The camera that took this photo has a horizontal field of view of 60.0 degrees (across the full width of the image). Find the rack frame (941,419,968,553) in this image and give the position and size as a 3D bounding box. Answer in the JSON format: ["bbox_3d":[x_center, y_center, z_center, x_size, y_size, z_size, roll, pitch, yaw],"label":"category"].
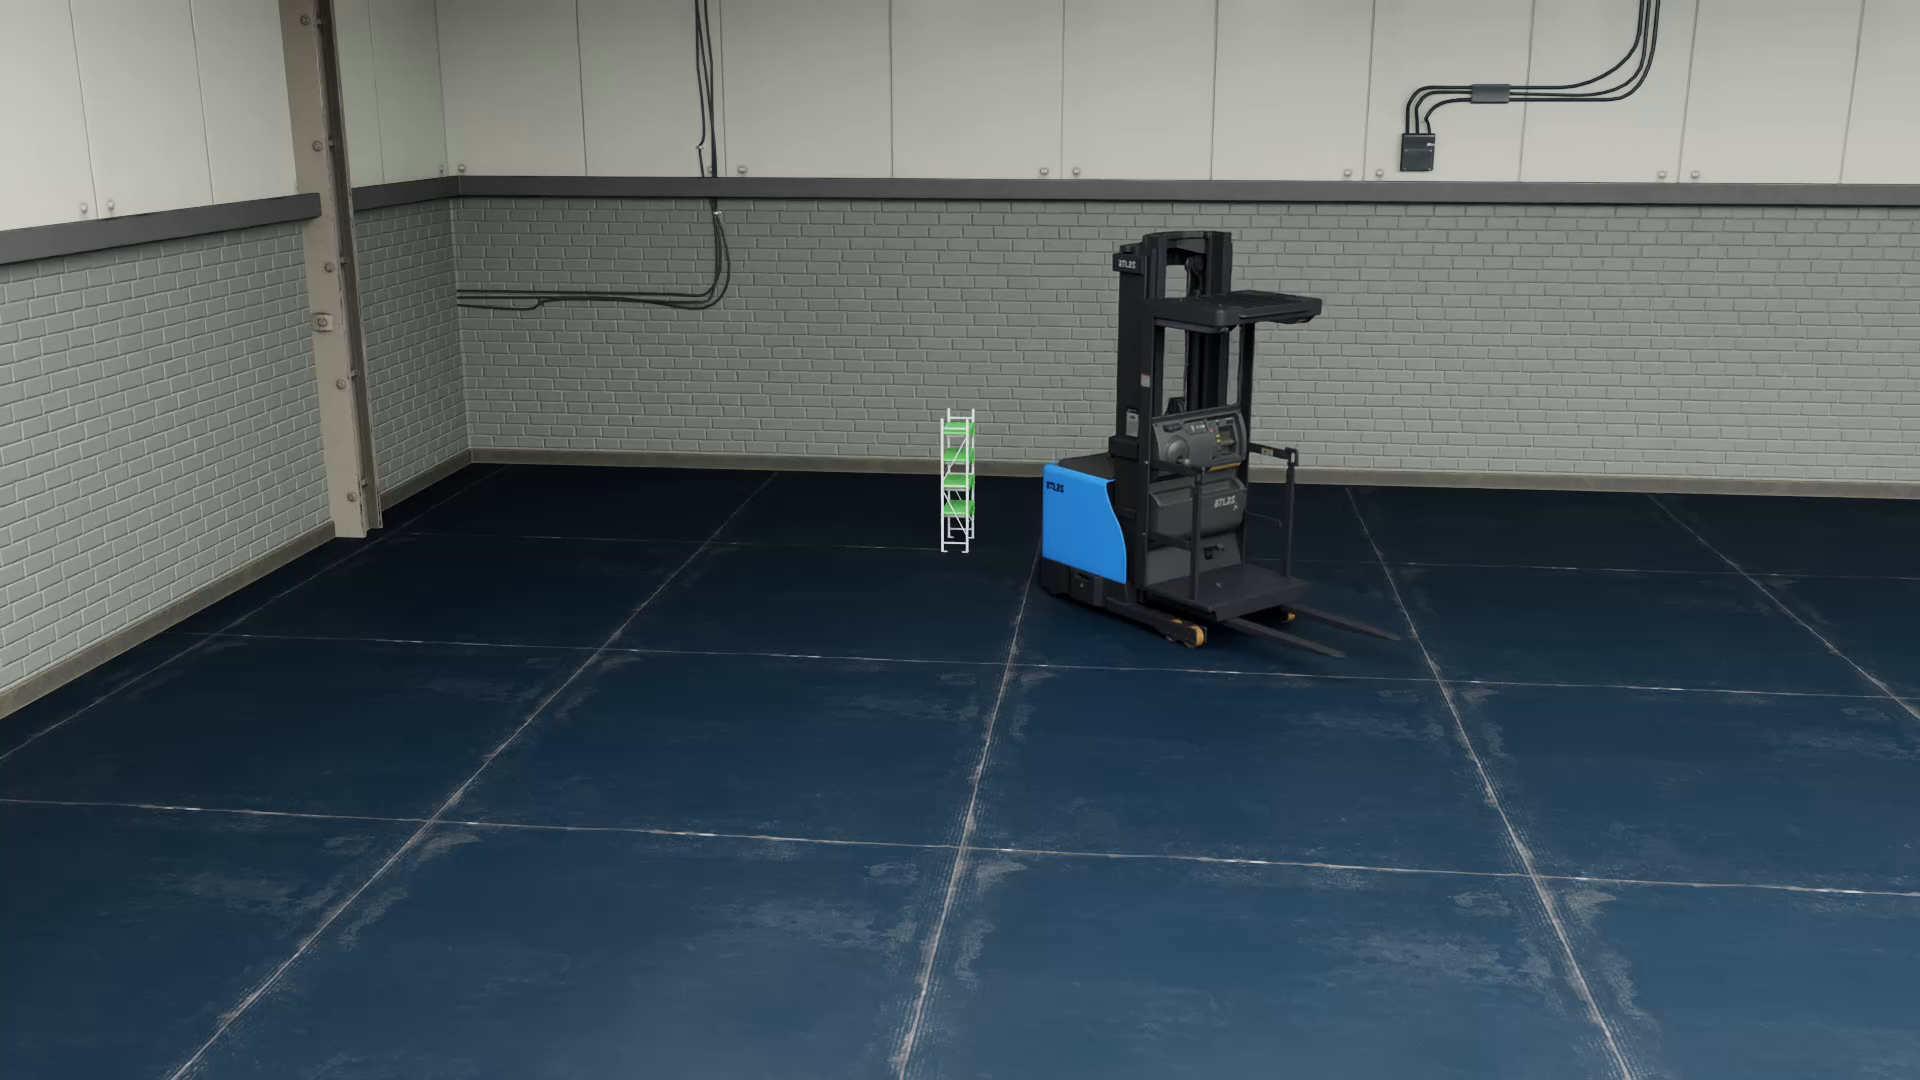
[{"bbox_3d":[-0.046,-0.473,14.613,0.240,1.200,0.015,2,15,6],"label":"rack frame"}]

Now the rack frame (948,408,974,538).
[{"bbox_3d":[0.009,-0.600,15.081,0.240,1.200,0.015,2,15,6],"label":"rack frame"}]

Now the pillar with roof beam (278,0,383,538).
[{"bbox_3d":[-1.315,-4.294,13.803,9.100,9.000,0.400,2,15,6],"label":"pillar with roof beam"}]

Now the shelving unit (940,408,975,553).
[{"bbox_3d":[-0.019,-0.536,14.847,0.258,1.200,0.503,2,15,6],"label":"shelving unit"}]

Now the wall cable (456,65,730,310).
[{"bbox_3d":[-3.947,-3.647,17.358,3.097,2.526,0.112,2,15,6],"label":"wall cable"}]

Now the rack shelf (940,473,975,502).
[{"bbox_3d":[-0.019,-0.475,14.863,0.258,0.148,0.480,2,15,6],"label":"rack shelf"}]

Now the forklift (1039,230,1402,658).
[{"bbox_3d":[1.941,-0.765,12.378,1.130,2.935,3.031,-11,19,-36],"label":"forklift"}]

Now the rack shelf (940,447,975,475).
[{"bbox_3d":[-0.019,-0.706,14.801,0.258,0.148,0.480,2,15,6],"label":"rack shelf"}]

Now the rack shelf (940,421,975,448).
[{"bbox_3d":[-0.019,-0.938,14.738,0.258,0.148,0.480,2,15,6],"label":"rack shelf"}]

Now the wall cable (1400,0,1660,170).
[{"bbox_3d":[5.485,-6.504,15.460,2.305,6.003,0.169,2,15,6],"label":"wall cable"}]

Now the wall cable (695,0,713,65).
[{"bbox_3d":[-1.258,-6.005,16.405,3.097,2.526,0.112,2,15,6],"label":"wall cable"}]

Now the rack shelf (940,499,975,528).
[{"bbox_3d":[-0.019,-0.243,14.926,0.258,0.148,0.480,2,15,6],"label":"rack shelf"}]
